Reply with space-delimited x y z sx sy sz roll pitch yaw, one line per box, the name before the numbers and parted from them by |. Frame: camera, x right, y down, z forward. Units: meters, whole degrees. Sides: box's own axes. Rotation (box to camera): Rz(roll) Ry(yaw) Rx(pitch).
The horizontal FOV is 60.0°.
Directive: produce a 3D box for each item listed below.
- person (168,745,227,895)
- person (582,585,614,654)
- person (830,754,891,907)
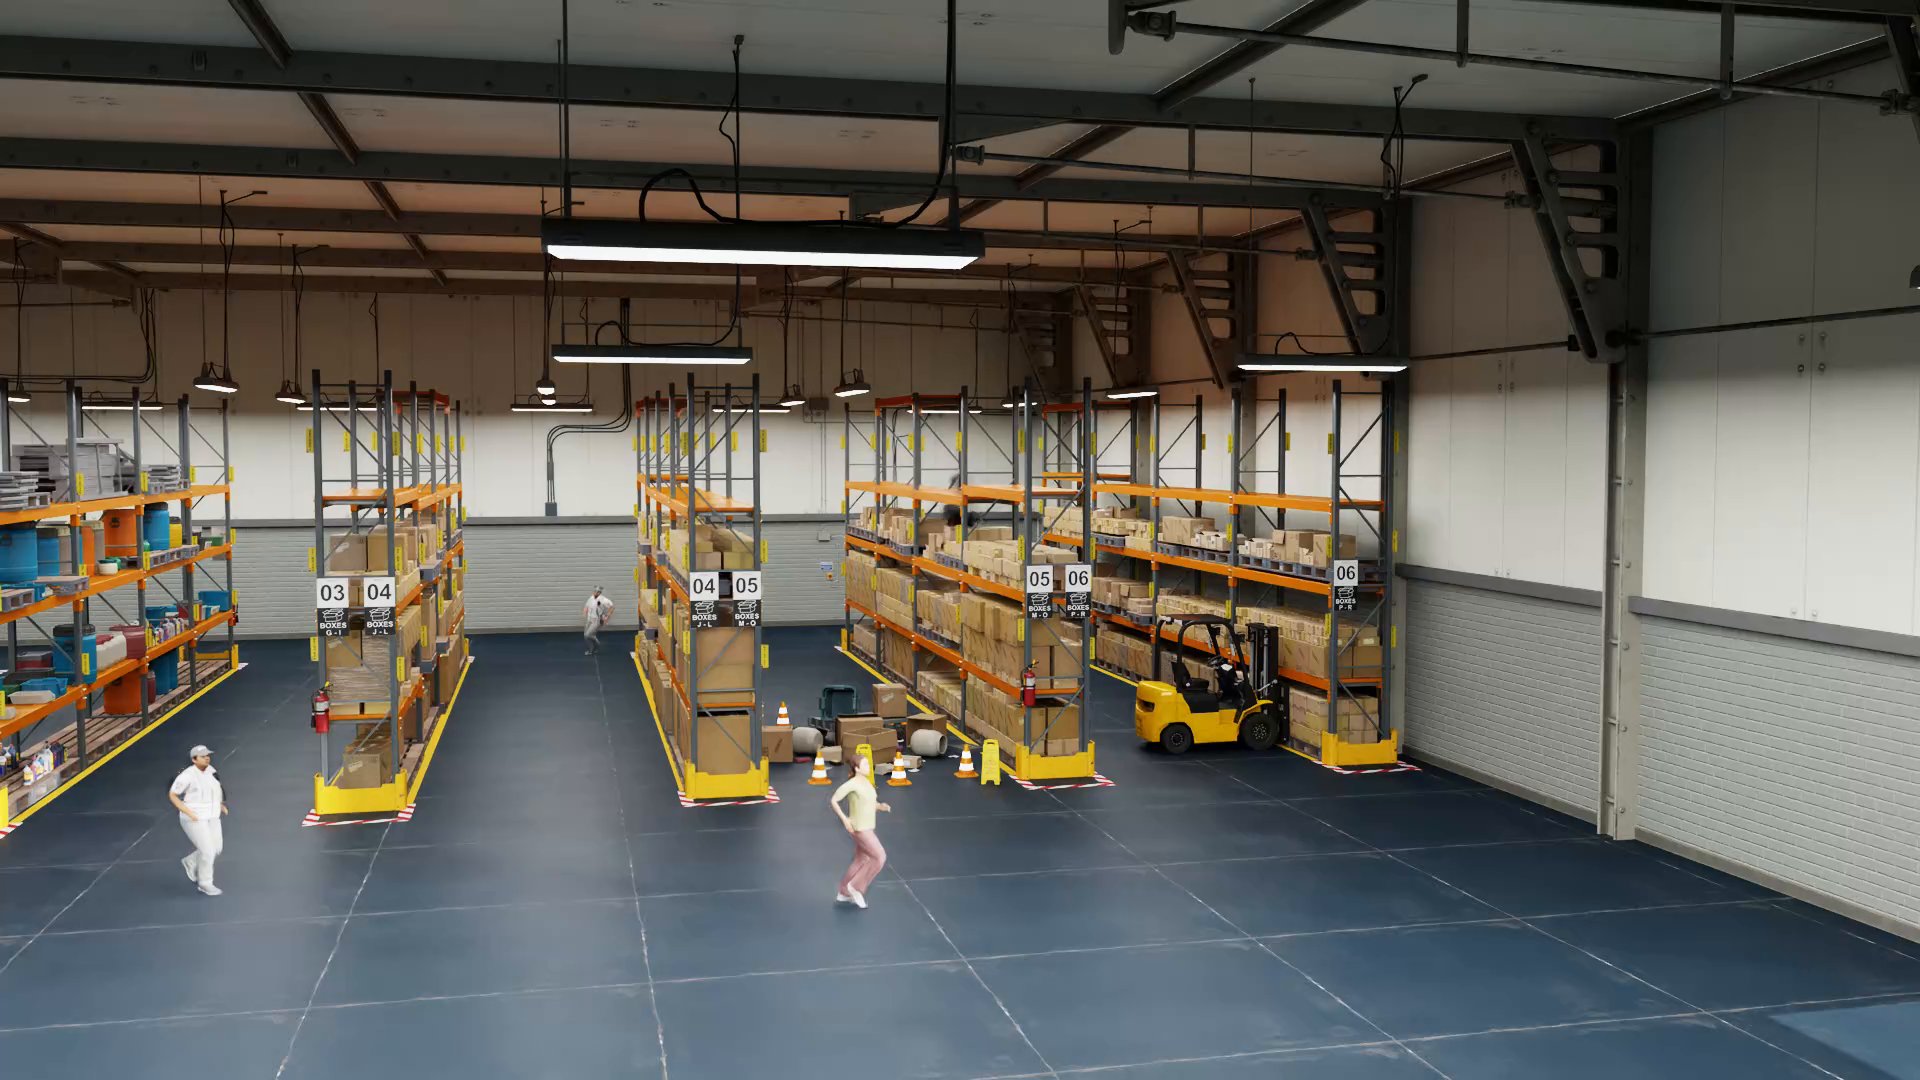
person | -8.533 3.115 18.596 0.669 1.653 0.629 1 4 21
person | -8.632 1.896 39.391 0.798 1.674 0.599 2 4 33
person | -1.044 3.125 17.932 0.634 1.640 0.550 1 3 18
